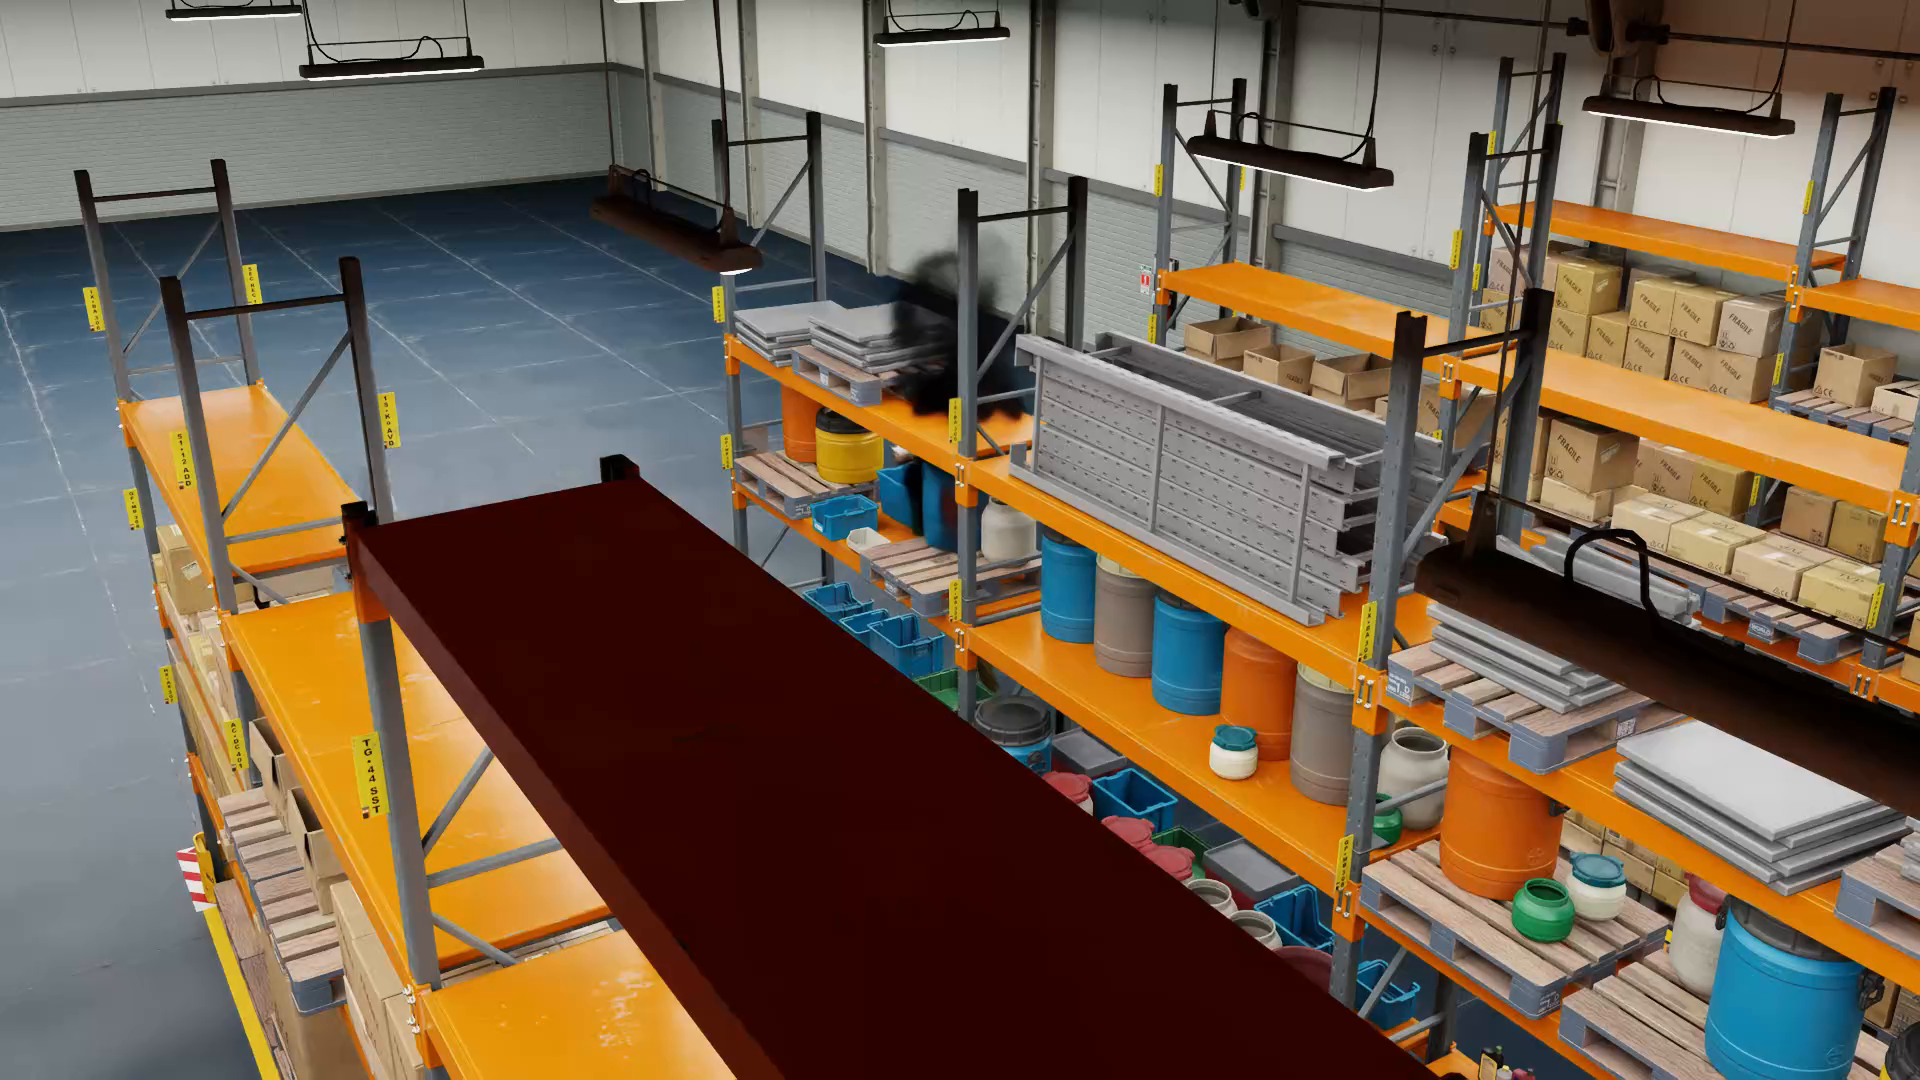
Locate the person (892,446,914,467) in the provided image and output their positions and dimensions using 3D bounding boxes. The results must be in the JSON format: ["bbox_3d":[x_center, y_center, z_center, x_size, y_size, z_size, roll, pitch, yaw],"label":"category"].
[{"bbox_3d":[-0.577,-0.312,19.839,0.840,1.773,0.688,-2,22,-5],"label":"person"}]

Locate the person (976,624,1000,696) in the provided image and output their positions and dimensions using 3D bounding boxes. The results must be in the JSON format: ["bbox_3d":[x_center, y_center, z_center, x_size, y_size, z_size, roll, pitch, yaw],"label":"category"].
[{"bbox_3d":[0.079,0.746,16.487,0.674,1.849,0.826,-16,27,-35],"label":"person"}]

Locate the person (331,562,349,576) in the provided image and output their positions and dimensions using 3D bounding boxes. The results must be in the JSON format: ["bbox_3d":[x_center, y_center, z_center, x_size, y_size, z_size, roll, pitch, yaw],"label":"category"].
[{"bbox_3d":[-7.126,0.029,18.926,0.937,1.798,0.621,-4,22,-10],"label":"person"}]
